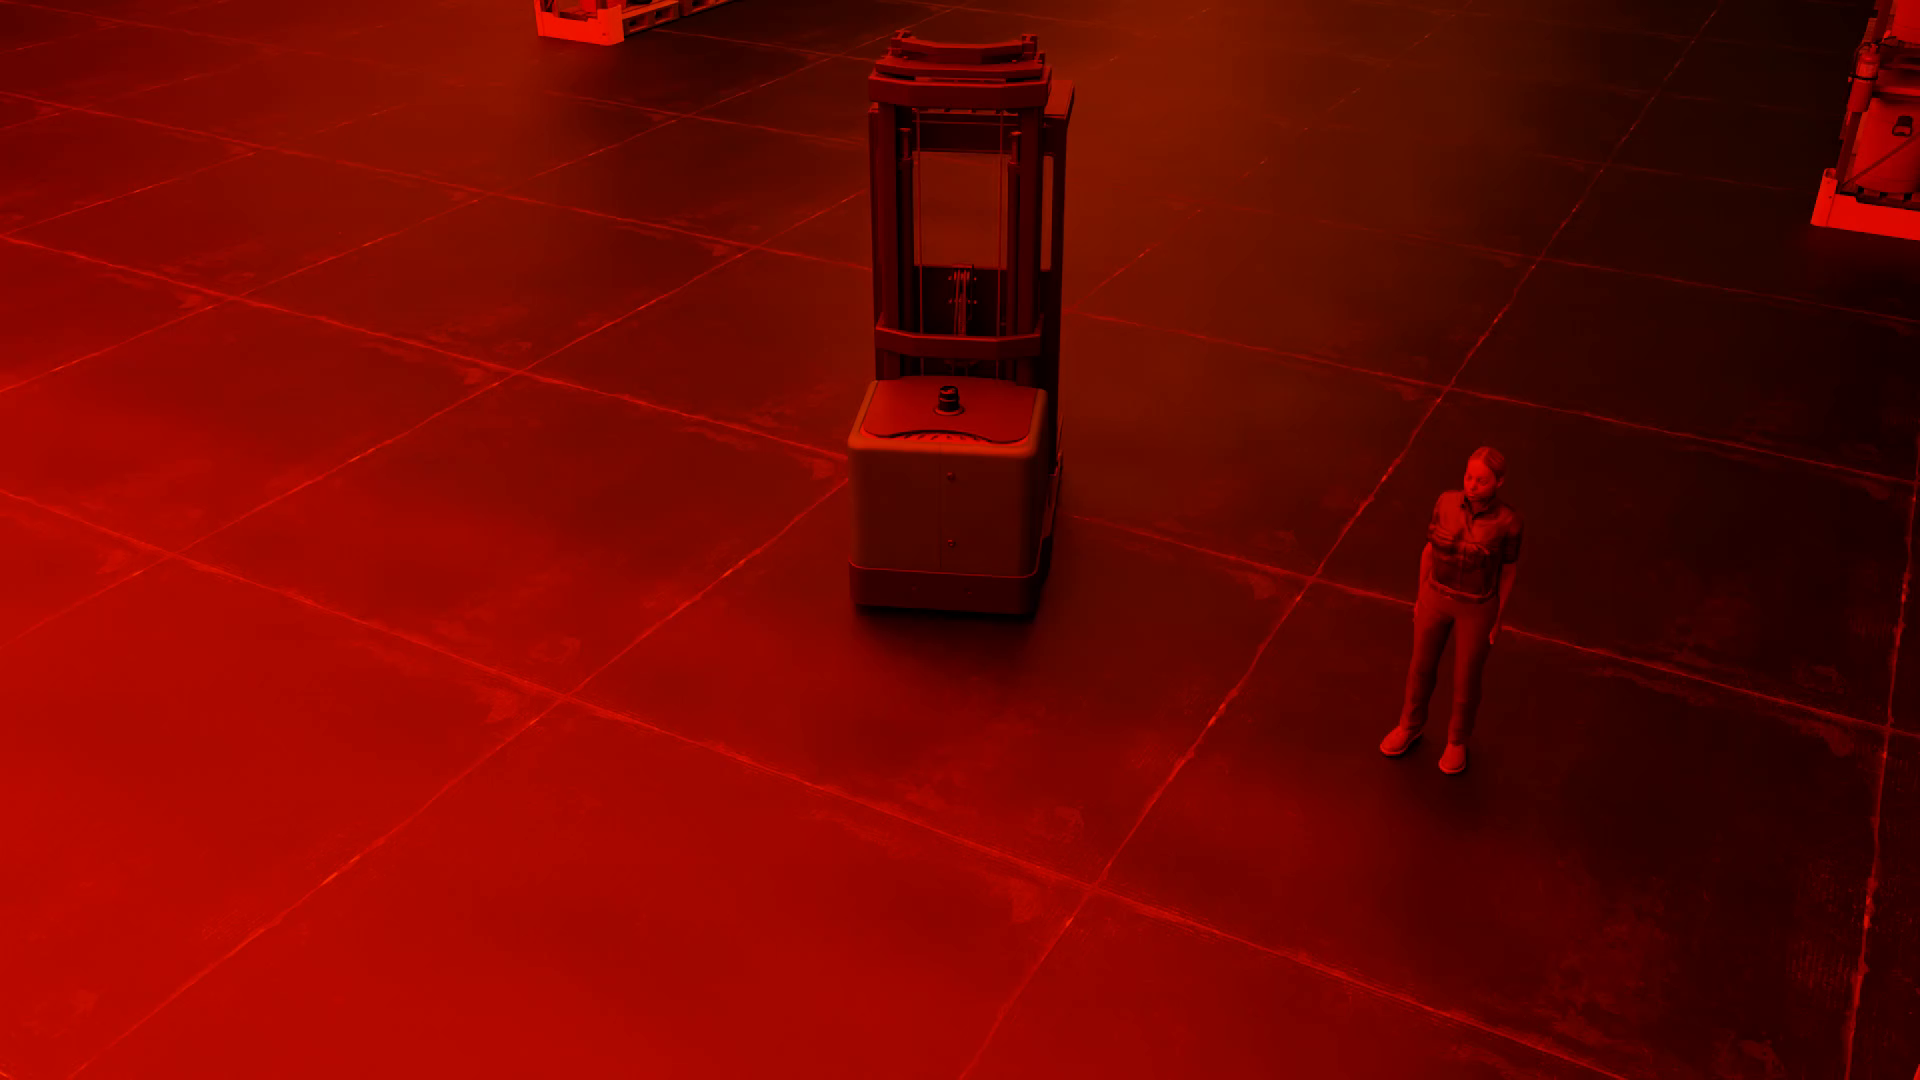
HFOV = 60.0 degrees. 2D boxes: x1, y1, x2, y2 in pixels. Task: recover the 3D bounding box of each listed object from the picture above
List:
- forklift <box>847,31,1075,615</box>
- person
[{"bbox_3d":[0.072,-1.572,9.794,1.130,2.935,3.031,3,30,6],"label":"forklift"},{"bbox_3d":[2.324,0.324,7.787,0.448,1.661,0.331,17,34,27],"label":"person"}]
